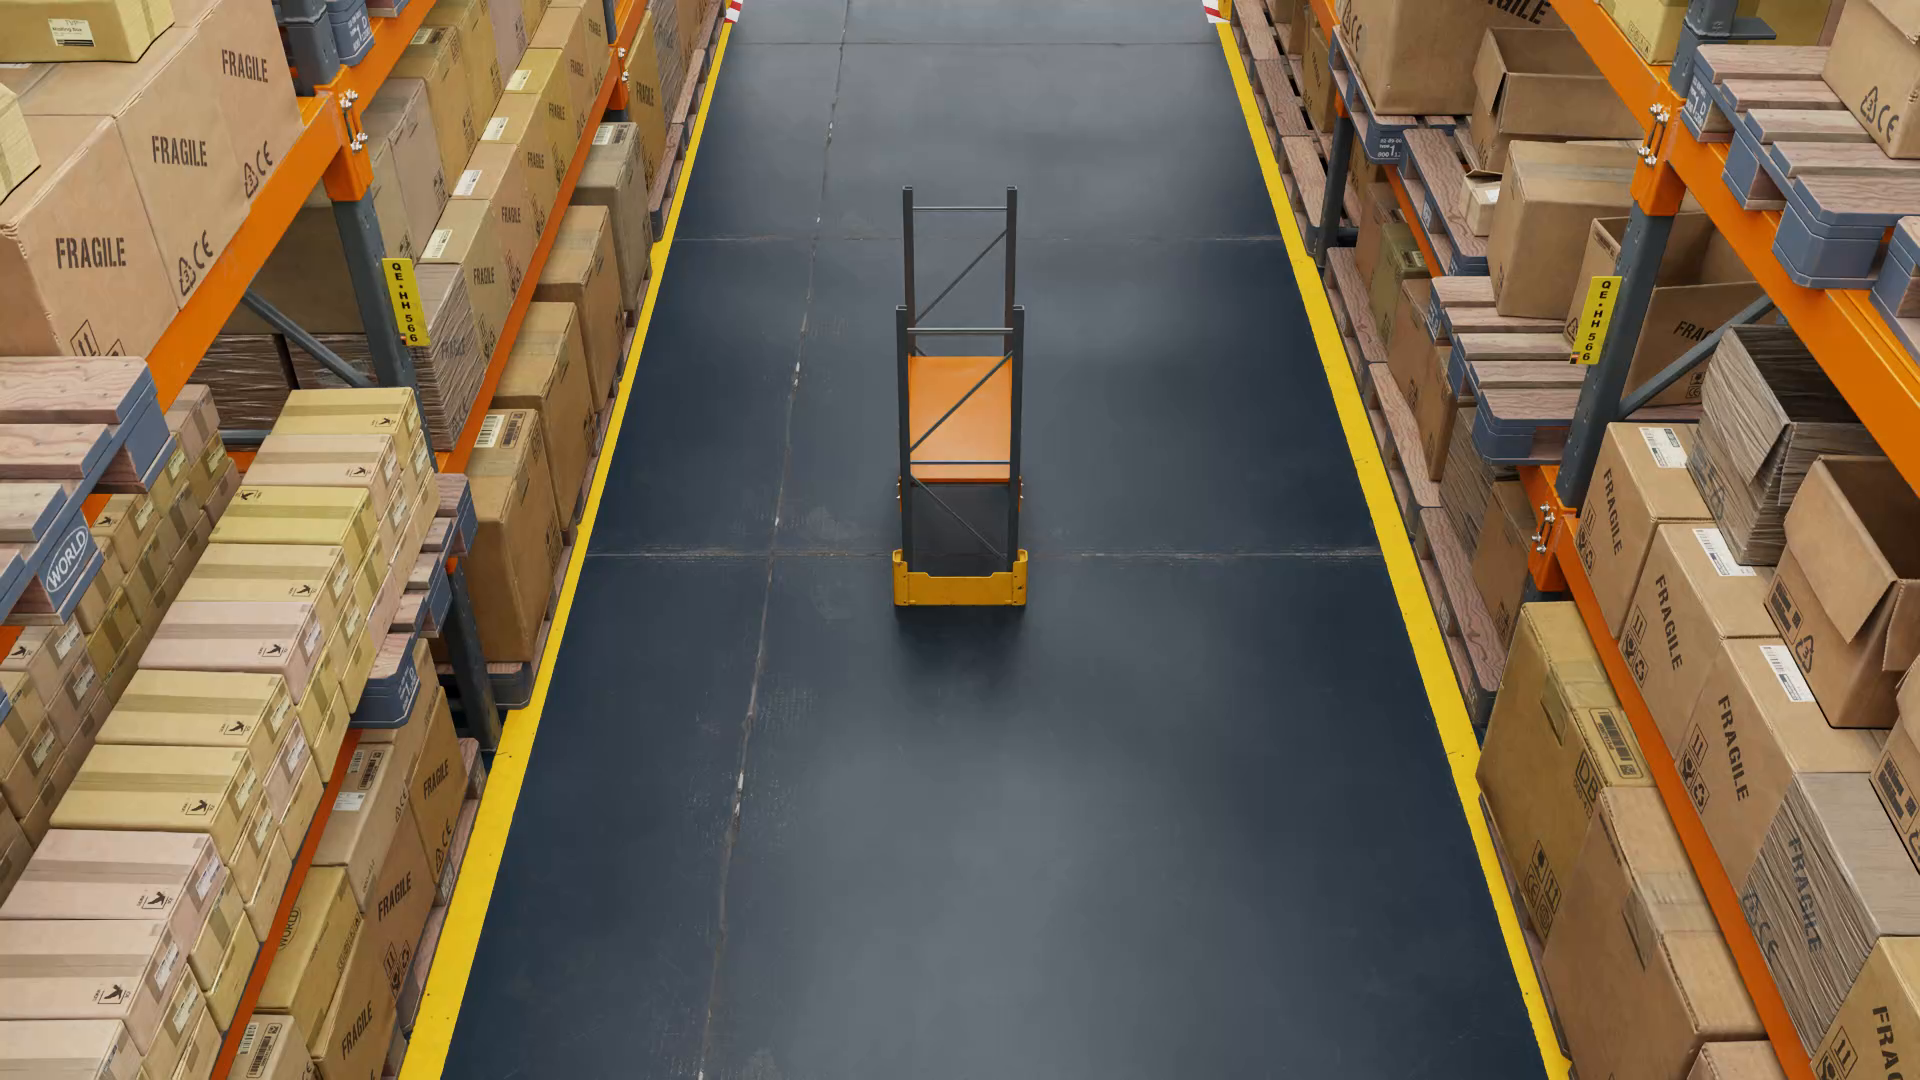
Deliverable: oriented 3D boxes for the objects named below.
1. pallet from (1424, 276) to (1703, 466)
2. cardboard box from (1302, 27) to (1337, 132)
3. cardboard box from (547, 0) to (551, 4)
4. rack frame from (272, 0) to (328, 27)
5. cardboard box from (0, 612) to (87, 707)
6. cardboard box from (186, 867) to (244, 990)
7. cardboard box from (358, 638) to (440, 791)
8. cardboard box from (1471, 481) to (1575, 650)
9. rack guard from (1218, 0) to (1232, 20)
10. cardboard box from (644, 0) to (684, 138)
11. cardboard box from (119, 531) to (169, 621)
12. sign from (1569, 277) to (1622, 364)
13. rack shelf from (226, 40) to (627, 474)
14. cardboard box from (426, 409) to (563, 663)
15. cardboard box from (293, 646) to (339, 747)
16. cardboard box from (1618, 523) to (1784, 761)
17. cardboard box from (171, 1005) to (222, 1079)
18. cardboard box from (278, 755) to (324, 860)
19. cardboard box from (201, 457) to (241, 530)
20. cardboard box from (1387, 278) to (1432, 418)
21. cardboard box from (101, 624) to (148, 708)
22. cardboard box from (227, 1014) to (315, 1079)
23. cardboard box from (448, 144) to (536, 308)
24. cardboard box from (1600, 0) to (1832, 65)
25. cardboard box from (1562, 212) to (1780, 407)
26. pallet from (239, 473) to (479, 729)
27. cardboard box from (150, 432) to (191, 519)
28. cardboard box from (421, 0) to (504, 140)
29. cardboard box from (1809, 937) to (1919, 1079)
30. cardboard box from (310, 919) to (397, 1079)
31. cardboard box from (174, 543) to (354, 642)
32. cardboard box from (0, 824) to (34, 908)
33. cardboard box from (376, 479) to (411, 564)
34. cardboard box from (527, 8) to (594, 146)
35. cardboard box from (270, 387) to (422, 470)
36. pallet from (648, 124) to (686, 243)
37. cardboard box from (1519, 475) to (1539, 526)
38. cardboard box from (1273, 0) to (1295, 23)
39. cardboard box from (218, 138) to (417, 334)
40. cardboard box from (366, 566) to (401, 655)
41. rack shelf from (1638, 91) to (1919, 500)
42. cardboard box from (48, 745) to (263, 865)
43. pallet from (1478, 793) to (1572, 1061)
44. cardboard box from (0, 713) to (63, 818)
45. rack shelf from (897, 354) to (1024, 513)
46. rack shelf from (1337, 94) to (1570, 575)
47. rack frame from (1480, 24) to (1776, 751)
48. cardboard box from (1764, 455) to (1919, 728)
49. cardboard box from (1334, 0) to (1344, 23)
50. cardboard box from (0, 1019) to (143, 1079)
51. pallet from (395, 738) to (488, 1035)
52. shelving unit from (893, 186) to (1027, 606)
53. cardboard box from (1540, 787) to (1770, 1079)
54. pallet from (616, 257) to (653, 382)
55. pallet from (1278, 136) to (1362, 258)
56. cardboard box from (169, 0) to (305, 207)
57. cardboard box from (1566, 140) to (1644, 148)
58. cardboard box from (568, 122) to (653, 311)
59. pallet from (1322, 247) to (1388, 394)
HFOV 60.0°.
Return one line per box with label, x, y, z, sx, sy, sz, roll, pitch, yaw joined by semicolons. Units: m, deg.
pallet;2.490;-0.662;6.331;1.213;0.211;1.003;0;39;0
cardboard box;2.544;-2.978;10.731;0.500;0.500;0.500;-3;39;-4
cardboard box;-2.361;-2.971;8.180;0.700;0.500;0.500;-1;39;-1
rack frame;-2.363;-2.692;3.914;1.000;3.000;0.127;0;39;0
cardboard box;-2.556;0.296;4.371;0.380;0.149;0.250;2;39;2
cardboard box;-1.905;0.901;3.854;0.380;0.149;0.250;-1;39;-1
cardboard box;-2.100;0.595;5.672;0.500;0.250;0.500;-1;39;-1
cardboard box;2.576;0.093;6.882;0.700;0.500;0.500;-2;39;-2
rack guard;2.588;-4.272;12.680;1.175;0.500;0.348;0;39;0
cardboard box;-2.303;-3.144;10.638;0.875;0.875;0.875;0;39;0
cardboard box;-2.557;0.106;4.847;0.380;0.149;0.250;-1;39;-1
sign;2.054;-0.706;5.370;0.100;0.325;0.005;0;39;0
rack shelf;-2.365;-1.321;7.575;1.077;0.370;4.000;0;39;0
cardboard box;-2.274;-0.018;6.837;1.050;0.750;0.750;-1;39;-1
cardboard box;-1.904;0.419;4.456;0.380;0.149;0.250;0;39;0
cardboard box;2.328;0.296;4.902;0.500;0.500;0.500;-1;39;-1
cardboard box;-1.901;1.192;3.729;0.380;0.149;0.250;-2;39;-2
cardboard box;-1.907;0.693;4.351;0.380;0.149;0.250;1;39;1
cardboard box;-2.564;-0.137;5.388;0.380;0.149;0.250;-1;39;-1
cardboard box;2.554;-0.957;8.193;0.700;0.500;0.500;-3;39;-4
cardboard box;-2.562;0.368;4.757;0.380;0.149;0.250;2;39;2
cardboard box;-2.094;1.555;4.475;0.500;0.250;0.500;1;39;2
cardboard box;-2.097;-1.305;6.899;0.500;0.500;0.500;0;39;0
cardboard box;2.351;-1.701;5.195;0.500;0.250;0.500;0;39;0
cardboard box;2.556;-0.832;5.974;0.500;0.500;0.500;-5;39;-6
pallet;-2.256;0.169;5.294;1.213;0.211;1.003;0;39;0
cardboard box;-2.553;-0.192;4.980;0.380;0.149;0.250;-1;39;-1
cardboard box;-2.359;-2.018;6.990;0.700;0.500;0.500;0;39;0
cardboard box;2.327;1.242;3.721;0.500;0.500;0.500;0;39;-1
cardboard box;-2.087;1.527;5.109;0.500;0.500;0.500;-2;39;-2
cardboard box;-1.902;0.145;4.560;0.380;0.149;0.250;1;39;1
cardboard box;-2.562;0.855;4.150;0.380;0.149;0.250;-1;39;-2
cardboard box;-1.905;-0.058;5.051;0.380;0.149;0.250;1;39;2
cardboard box;-2.099;-2.250;8.079;0.500;0.500;0.500;0;39;-1
cardboard box;-1.904;-0.343;5.169;0.380;0.149;0.250;-1;39;-2
pallet;-2.290;-2.240;10.377;1.003;0.211;1.213;0;39;0
cardboard box;2.566;-0.199;6.648;0.500;0.250;0.500;1;39;2
cardboard box;2.572;-4.092;12.121;0.500;0.500;0.500;7;39;8
cardboard box;-2.354;-1.061;5.796;0.700;0.500;0.500;0;39;0
cardboard box;-1.904;0.207;4.958;0.380;0.149;0.250;1;39;1
rack shelf;2.599;0.069;3.442;1.077;0.370;4.000;0;39;0
cardboard box;-1.905;0.628;3.957;0.380;0.149;0.250;1;39;1
pallet;2.523;1.290;5.972;1.003;0.211;1.213;0;39;0
cardboard box;-2.560;0.575;4.262;0.380;0.149;0.250;0;39;0
rack shelf;0.000;-0.498;7.460;0.538;0.185;1.000;0;39;0
rack shelf;2.595;-1.262;7.501;1.077;0.370;4.000;0;39;0
rack frame;2.597;-0.292;5.715;1.000;3.000;0.127;0;39;0
cardboard box;2.580;0.143;4.291;0.797;0.503;0.637;1;39;1
cardboard box;2.307;-2.986;9.278;0.380;0.149;0.250;0;39;0
cardboard box;-1.901;1.115;3.350;0.380;0.149;0.250;-1;39;-1
pallet;-2.364;1.226;6.052;1.003;0.211;1.213;0;39;0
shelving unit;0.000;-0.633;7.340;0.587;1.500;1.083;0;39;0
cardboard box;2.570;1.363;5.014;1.225;0.875;0.875;0;39;0
pallet;-2.291;-1.282;9.181;1.003;0.211;1.213;0;39;0
pallet;2.556;-2.125;10.233;1.003;0.211;1.213;0;39;0
cardboard box;-2.108;-1.204;4.375;0.500;0.500;0.500;0;39;0
cardboard box;2.825;-1.445;6.939;0.500;0.250;0.500;-1;39;-1
cardboard box;-2.277;-1.751;8.999;1.050;0.750;0.750;0;39;0
pallet;2.595;-1.218;9.101;1.003;0.211;1.213;0;39;0
